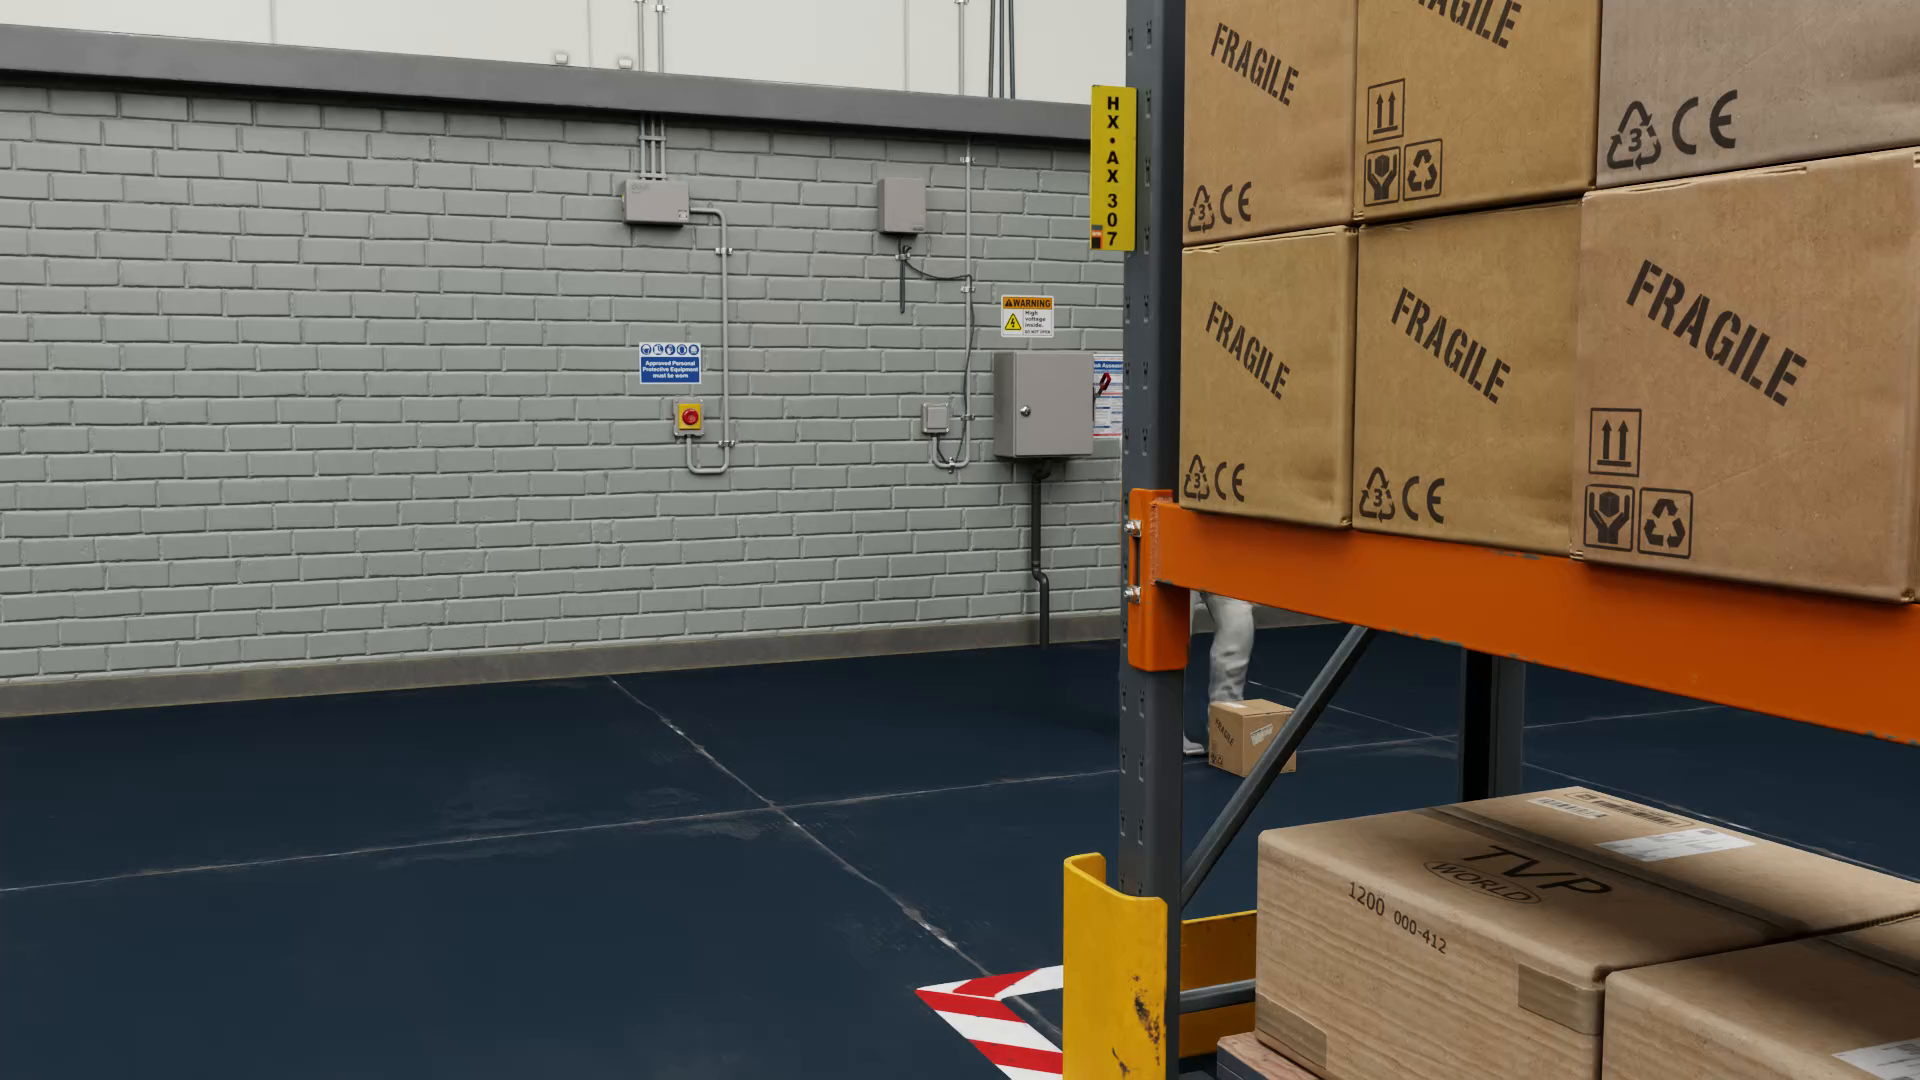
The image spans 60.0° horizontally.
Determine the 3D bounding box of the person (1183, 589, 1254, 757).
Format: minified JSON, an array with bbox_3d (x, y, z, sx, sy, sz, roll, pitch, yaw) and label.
[{"bbox_3d":[1.004,0.087,6.970,0.519,1.758,0.501,-3,6,-31],"label":"person"}]
